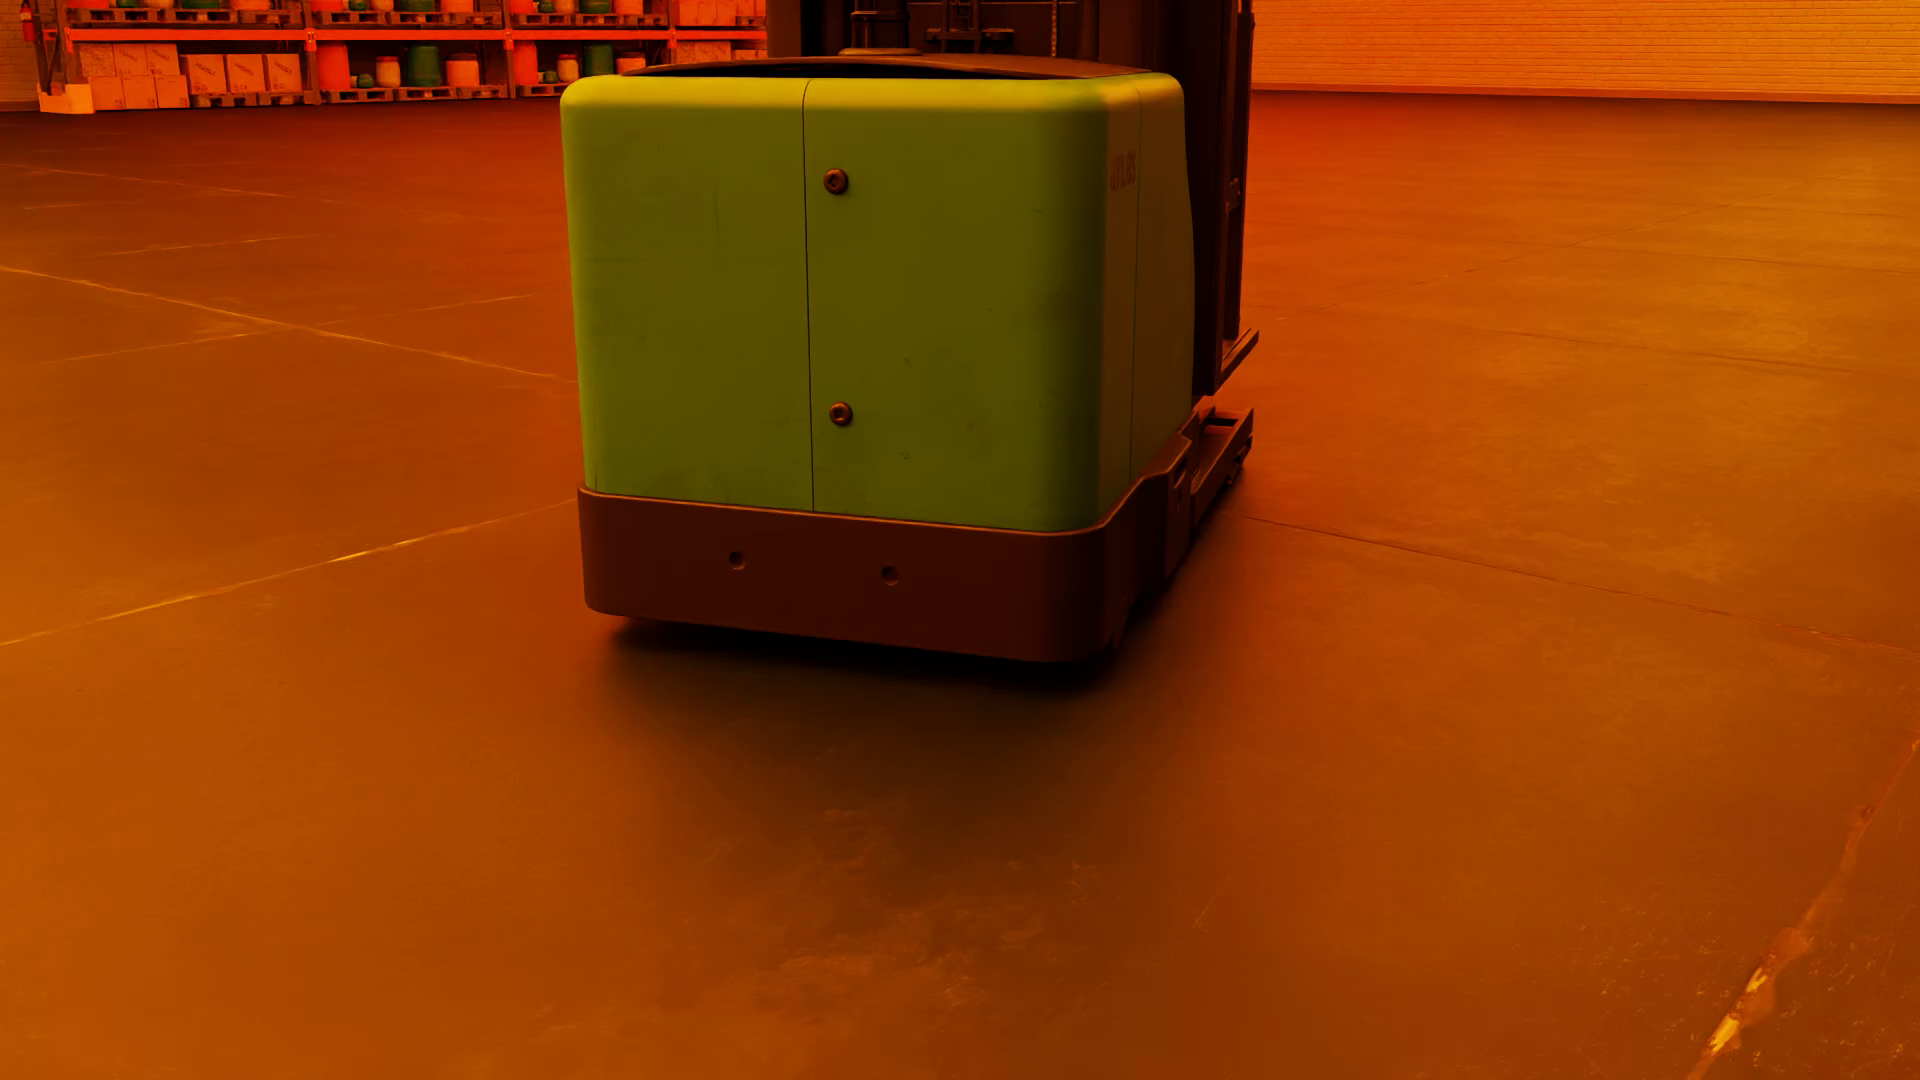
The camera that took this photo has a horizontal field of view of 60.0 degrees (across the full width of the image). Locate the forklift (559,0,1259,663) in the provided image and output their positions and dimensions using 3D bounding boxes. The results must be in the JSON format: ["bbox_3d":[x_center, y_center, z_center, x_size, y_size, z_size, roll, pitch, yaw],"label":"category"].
[{"bbox_3d":[0.182,-1.571,4.072,1.130,2.935,3.031,5,18,17],"label":"forklift"}]
